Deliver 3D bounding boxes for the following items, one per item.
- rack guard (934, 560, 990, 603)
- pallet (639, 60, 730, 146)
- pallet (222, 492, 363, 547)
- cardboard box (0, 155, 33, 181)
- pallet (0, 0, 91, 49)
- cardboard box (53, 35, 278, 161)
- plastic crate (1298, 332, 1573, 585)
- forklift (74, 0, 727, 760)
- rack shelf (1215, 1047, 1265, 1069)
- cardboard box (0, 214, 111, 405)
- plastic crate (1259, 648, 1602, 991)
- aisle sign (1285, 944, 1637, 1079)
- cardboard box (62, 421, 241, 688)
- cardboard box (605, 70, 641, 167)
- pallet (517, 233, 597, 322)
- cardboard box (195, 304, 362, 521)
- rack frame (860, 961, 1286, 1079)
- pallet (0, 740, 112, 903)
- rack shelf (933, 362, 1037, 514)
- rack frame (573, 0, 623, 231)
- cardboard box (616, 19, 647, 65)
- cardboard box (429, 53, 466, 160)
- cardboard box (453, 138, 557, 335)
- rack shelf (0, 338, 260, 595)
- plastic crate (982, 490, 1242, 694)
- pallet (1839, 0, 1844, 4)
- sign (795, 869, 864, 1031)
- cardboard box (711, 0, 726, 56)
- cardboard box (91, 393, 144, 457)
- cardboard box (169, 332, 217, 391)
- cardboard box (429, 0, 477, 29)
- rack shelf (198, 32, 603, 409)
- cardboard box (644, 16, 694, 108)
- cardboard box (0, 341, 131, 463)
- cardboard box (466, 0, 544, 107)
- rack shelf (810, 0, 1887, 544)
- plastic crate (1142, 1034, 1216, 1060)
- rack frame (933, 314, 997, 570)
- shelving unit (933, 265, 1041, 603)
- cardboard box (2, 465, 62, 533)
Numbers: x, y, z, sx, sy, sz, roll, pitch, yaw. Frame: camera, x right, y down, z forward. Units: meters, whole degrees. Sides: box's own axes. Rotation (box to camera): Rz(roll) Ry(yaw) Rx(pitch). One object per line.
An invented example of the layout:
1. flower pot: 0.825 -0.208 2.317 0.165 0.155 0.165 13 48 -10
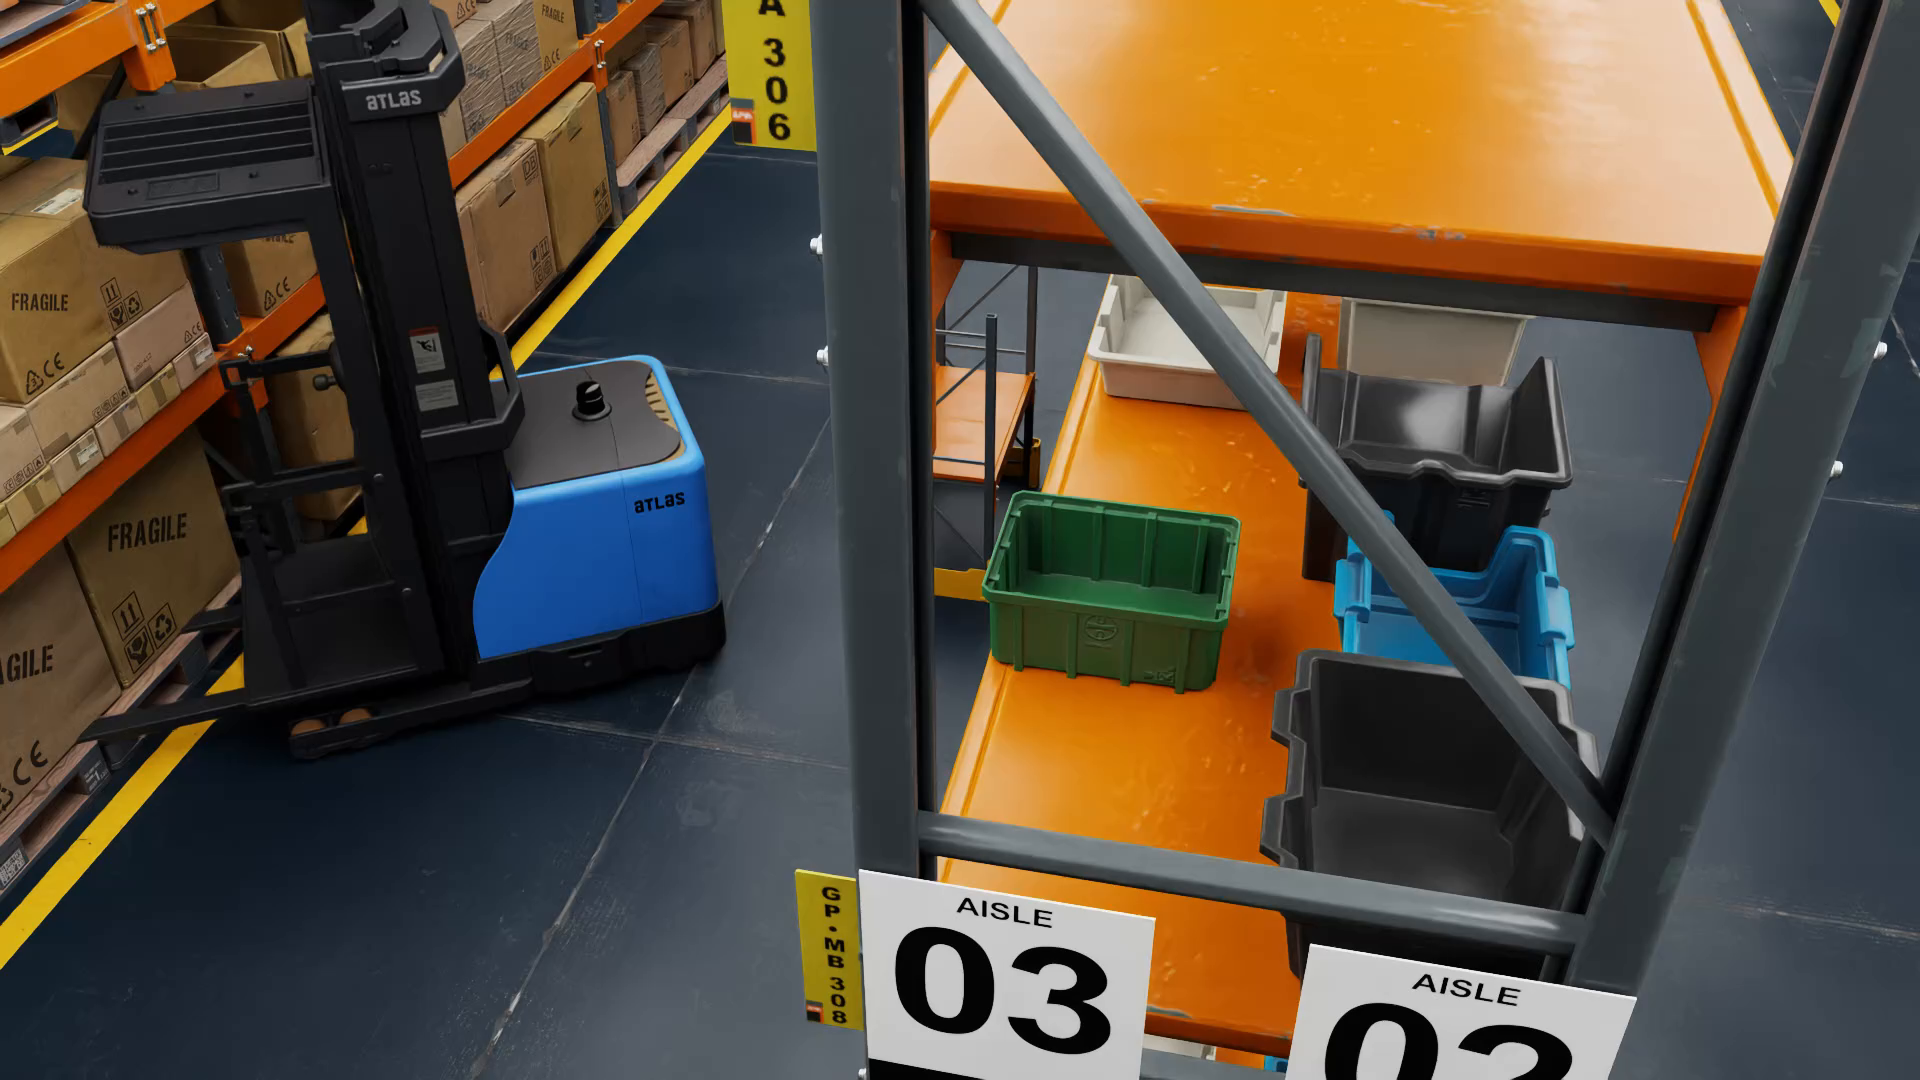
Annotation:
1. rack guard: -0.090 0.141 7.843 0.587 0.250 0.087 7 37 10
2. pallet: -2.339 -3.394 12.753 1.003 0.211 1.213 7 37 10
3. pallet: -3.533 -0.407 8.632 1.003 0.211 1.213 7 37 10
4. cardboard box: -3.976 -1.206 6.593 0.500 0.500 0.500 7 37 10
5. pallet: -3.809 -1.796 5.691 1.003 0.211 1.213 7 37 10
6. cardboard box: -3.496 -1.899 7.374 0.797 0.503 0.637 6 36 9
7. plastic crate: 0.955 -0.202 3.469 0.504 0.338 0.767 7 37 10
8. forklift: -2.626 -0.620 6.607 3.031 2.935 1.130 -12 38 -16
9. rack shelf: 0.787 0.974 4.963 1.077 0.370 4.000 7 37 10
10. cardboard box: -3.572 -0.864 6.122 0.500 0.500 0.500 8 37 10
11. plastic crate: 0.715 0.482 2.584 0.497 0.269 0.590 7 37 10
12. aisle sign: 0.635 0.855 2.299 0.394 0.787 0.004 7 37 10
13. cardboard box: -3.843 -0.026 7.183 0.875 0.875 0.875 7 37 10
14. cardboard box: -2.646 -2.931 11.493 0.700 0.500 0.500 5 36 8
15. pallet: -3.012 -1.806 10.562 1.003 0.211 1.213 7 37 10
16. cardboard box: -3.507 -0.764 8.201 1.225 0.875 0.875 7 37 10
17. rack frame: 0.360 1.829 3.170 1.000 3.000 0.127 7 37 10
18. pallet: -4.121 1.172 6.453 1.003 0.211 1.213 7 37 10
19. rack shelf: 0.018 -0.511 7.983 0.538 0.185 1.000 7 37 10
20. rack frame: -2.770 -3.378 10.355 1.000 3.000 0.127 7 37 10
21. cardboard box: -2.553 -3.541 11.696 0.500 0.250 0.500 11 37 15
22. cardboard box: -2.963 -2.230 8.685 0.500 0.500 0.500 8 37 11
23. cardboard box: -3.135 -1.785 9.609 1.225 0.875 0.875 7 37 10
24. rack shelf: -4.051 0.353 5.820 1.077 0.370 4.000 7 37 10
25. plastic crate: 0.292 0.099 3.181 0.450 0.188 0.336 7 37 10
26. pallet: 8.494 -5.148 15.173 1.003 0.211 1.213 7 37 10
27. sign: -0.181 0.597 2.403 0.100 0.325 0.005 7 37 10
28. cardboard box: -2.188 -4.217 13.267 0.700 0.500 0.500 7 37 10
29. cardboard box: -3.479 -0.472 6.560 0.380 0.149 0.250 7 36 9
30. cardboard box: -3.369 -0.767 6.967 0.380 0.149 0.250 8 37 10
31. cardboard box: -3.084 -3.034 8.940 0.797 0.503 0.637 8 37 11
32. rack shelf: -3.197 -1.940 8.984 1.077 0.370 4.000 7 37 10
33. cardboard box: -2.426 -3.576 12.383 0.700 0.500 0.500 10 37 14
34. cardboard box: -3.570 -0.561 6.343 0.500 0.250 0.500 8 37 11
35. cardboard box: -2.745 -2.819 9.499 0.500 0.500 0.500 7 37 10
36. rack shelf: 0.787 -1.293 3.320 1.077 0.370 4.000 7 37 10
37. plastic crate: 0.434 1.257 4.133 0.396 0.136 0.243 7 37 10
38. rack frame: -0.090 -0.365 7.475 0.500 1.500 0.032 7 37 10
39. shelving unit: 0.016 -0.651 7.870 0.587 1.500 1.083 7 37 10
40. cardboard box: -3.589 -0.177 6.152 0.380 0.149 0.250 8 37 11
